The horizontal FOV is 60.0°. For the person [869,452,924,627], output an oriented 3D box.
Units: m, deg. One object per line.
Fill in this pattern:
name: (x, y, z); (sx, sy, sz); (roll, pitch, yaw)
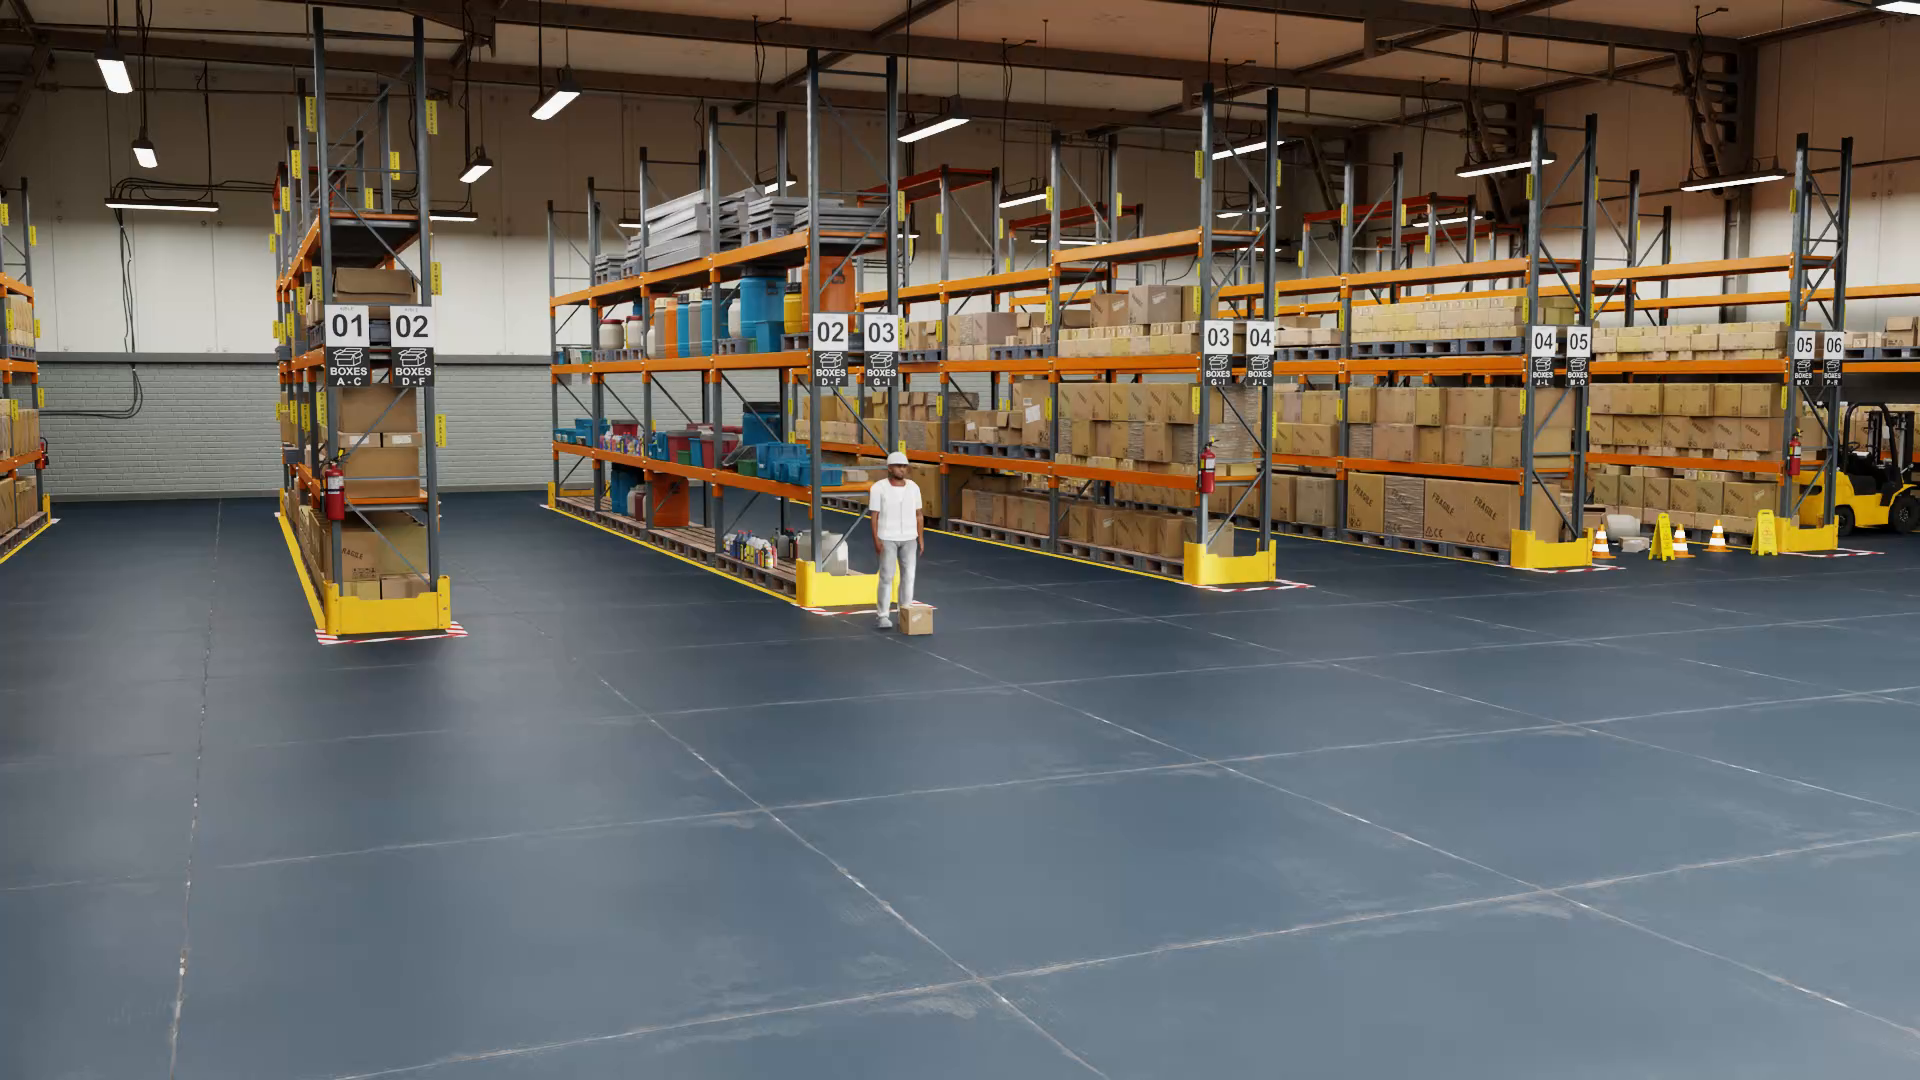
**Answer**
person: (-0.626, -0.008, 16.740); (0.563, 1.761, 0.358); (-2, 6, -22)
